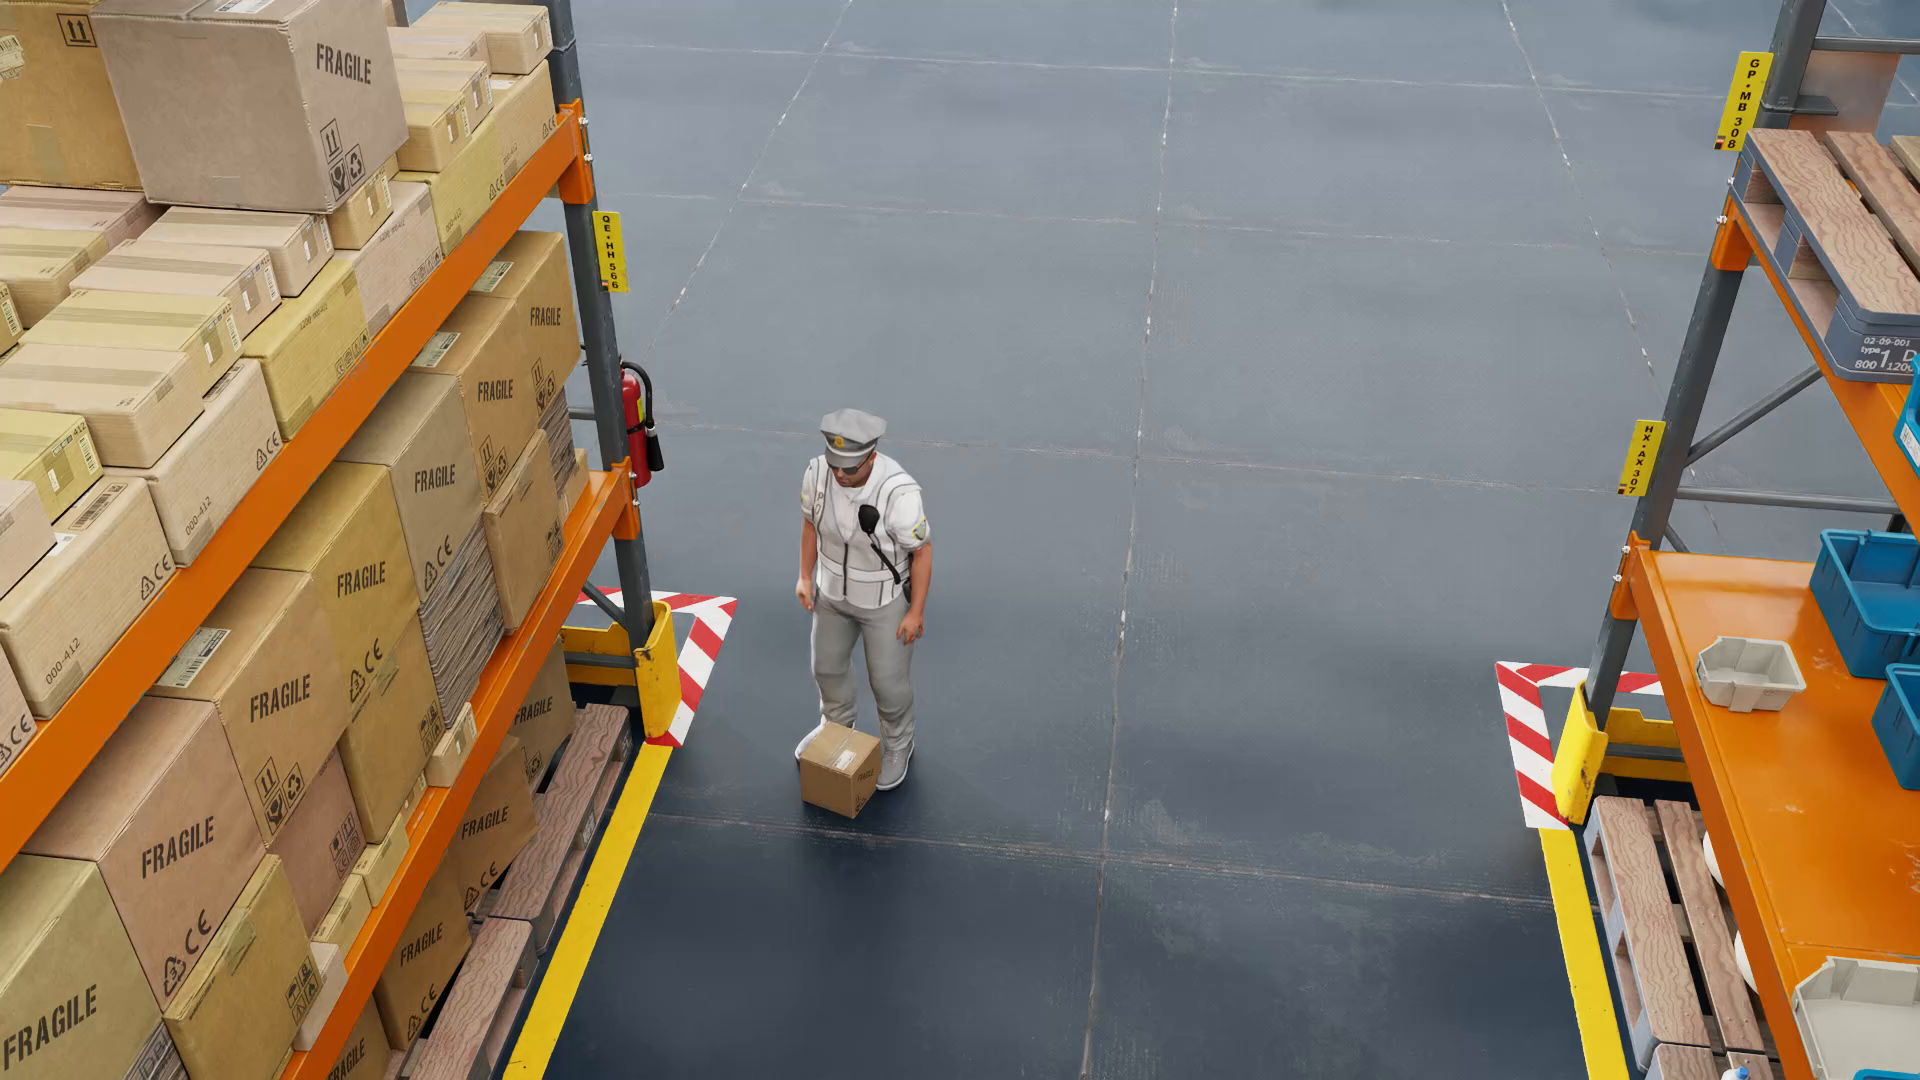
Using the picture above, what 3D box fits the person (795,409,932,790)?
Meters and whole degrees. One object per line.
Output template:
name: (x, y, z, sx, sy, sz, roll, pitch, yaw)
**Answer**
person: (-0.387, 0.208, 6.746, 0.584, 1.747, 0.438, 16, 39, 21)
